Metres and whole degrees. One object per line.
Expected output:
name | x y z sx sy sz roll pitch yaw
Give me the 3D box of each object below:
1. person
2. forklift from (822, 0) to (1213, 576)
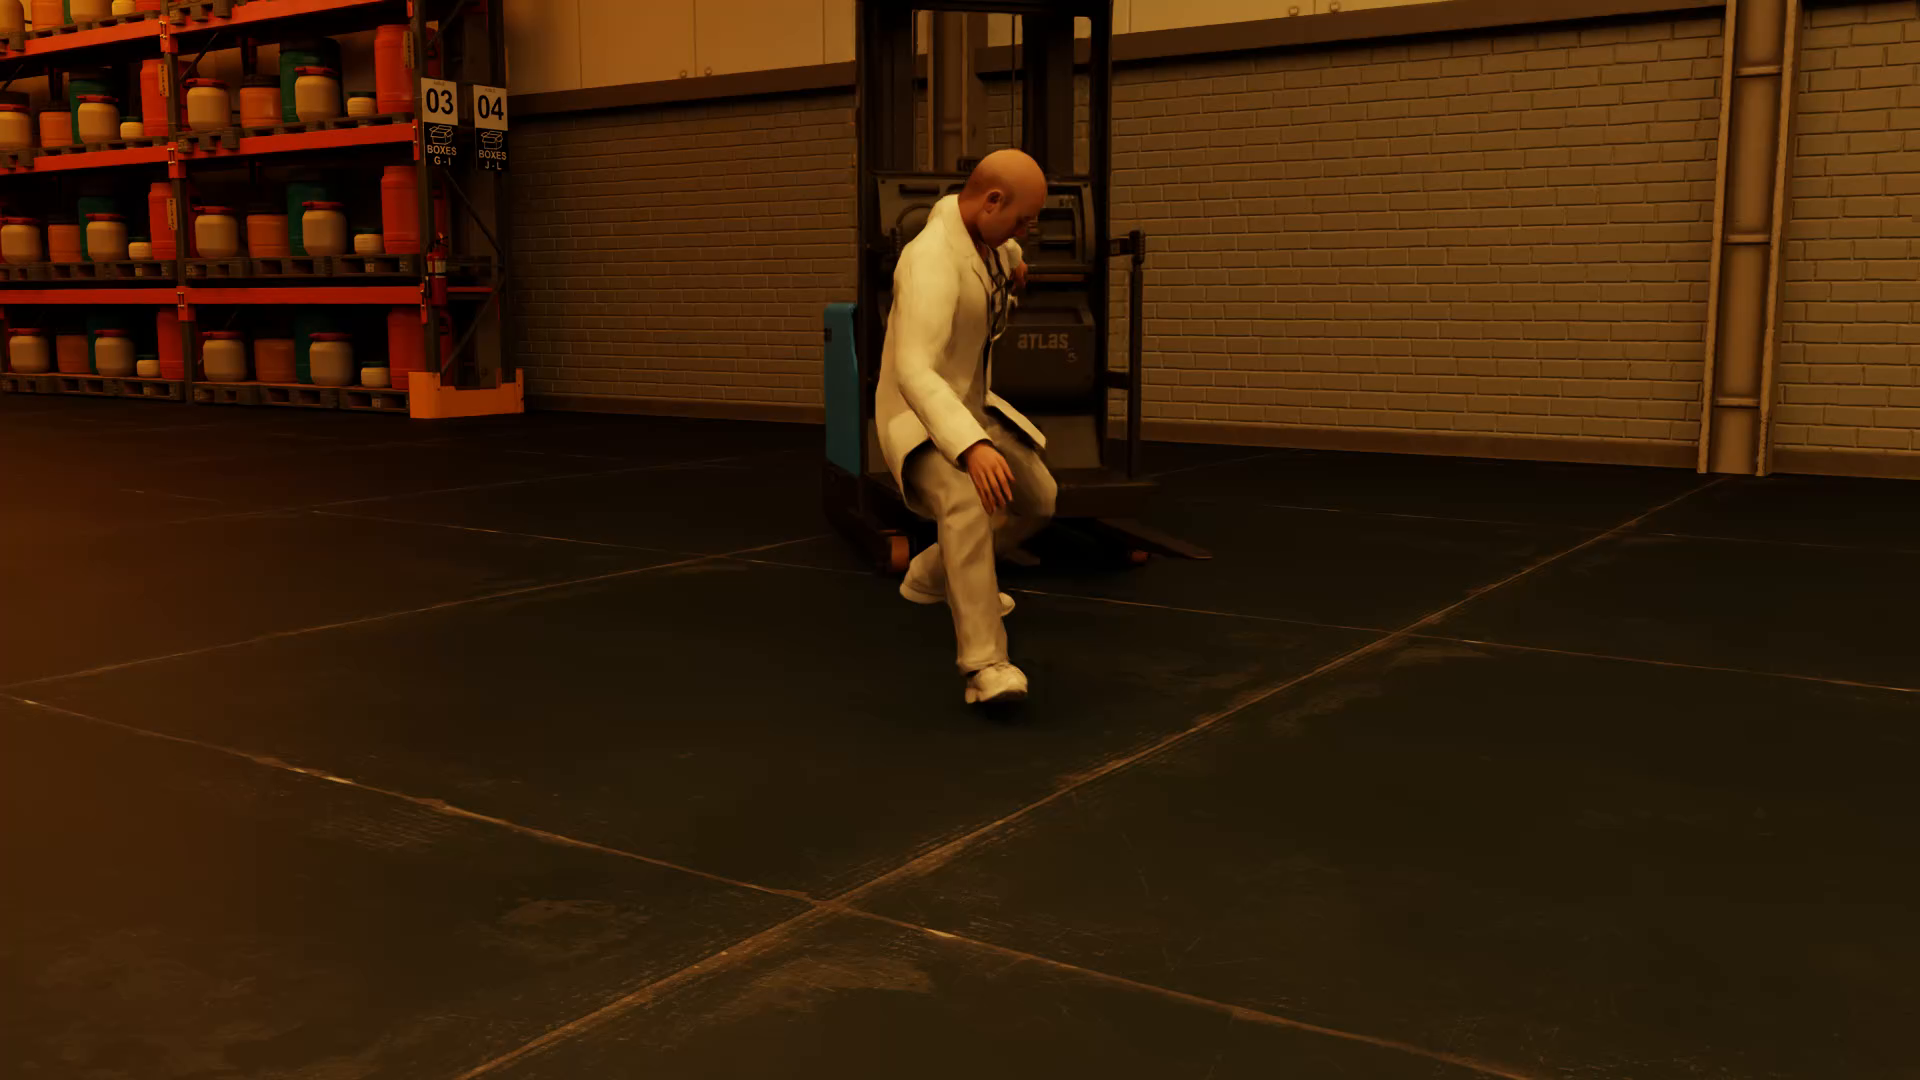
person | 0.044 -0.350 4.835 0.795 1.491 1.231 4 9 24
forklift | 0.167 -1.366 6.802 1.130 2.935 3.031 -2 8 -14
